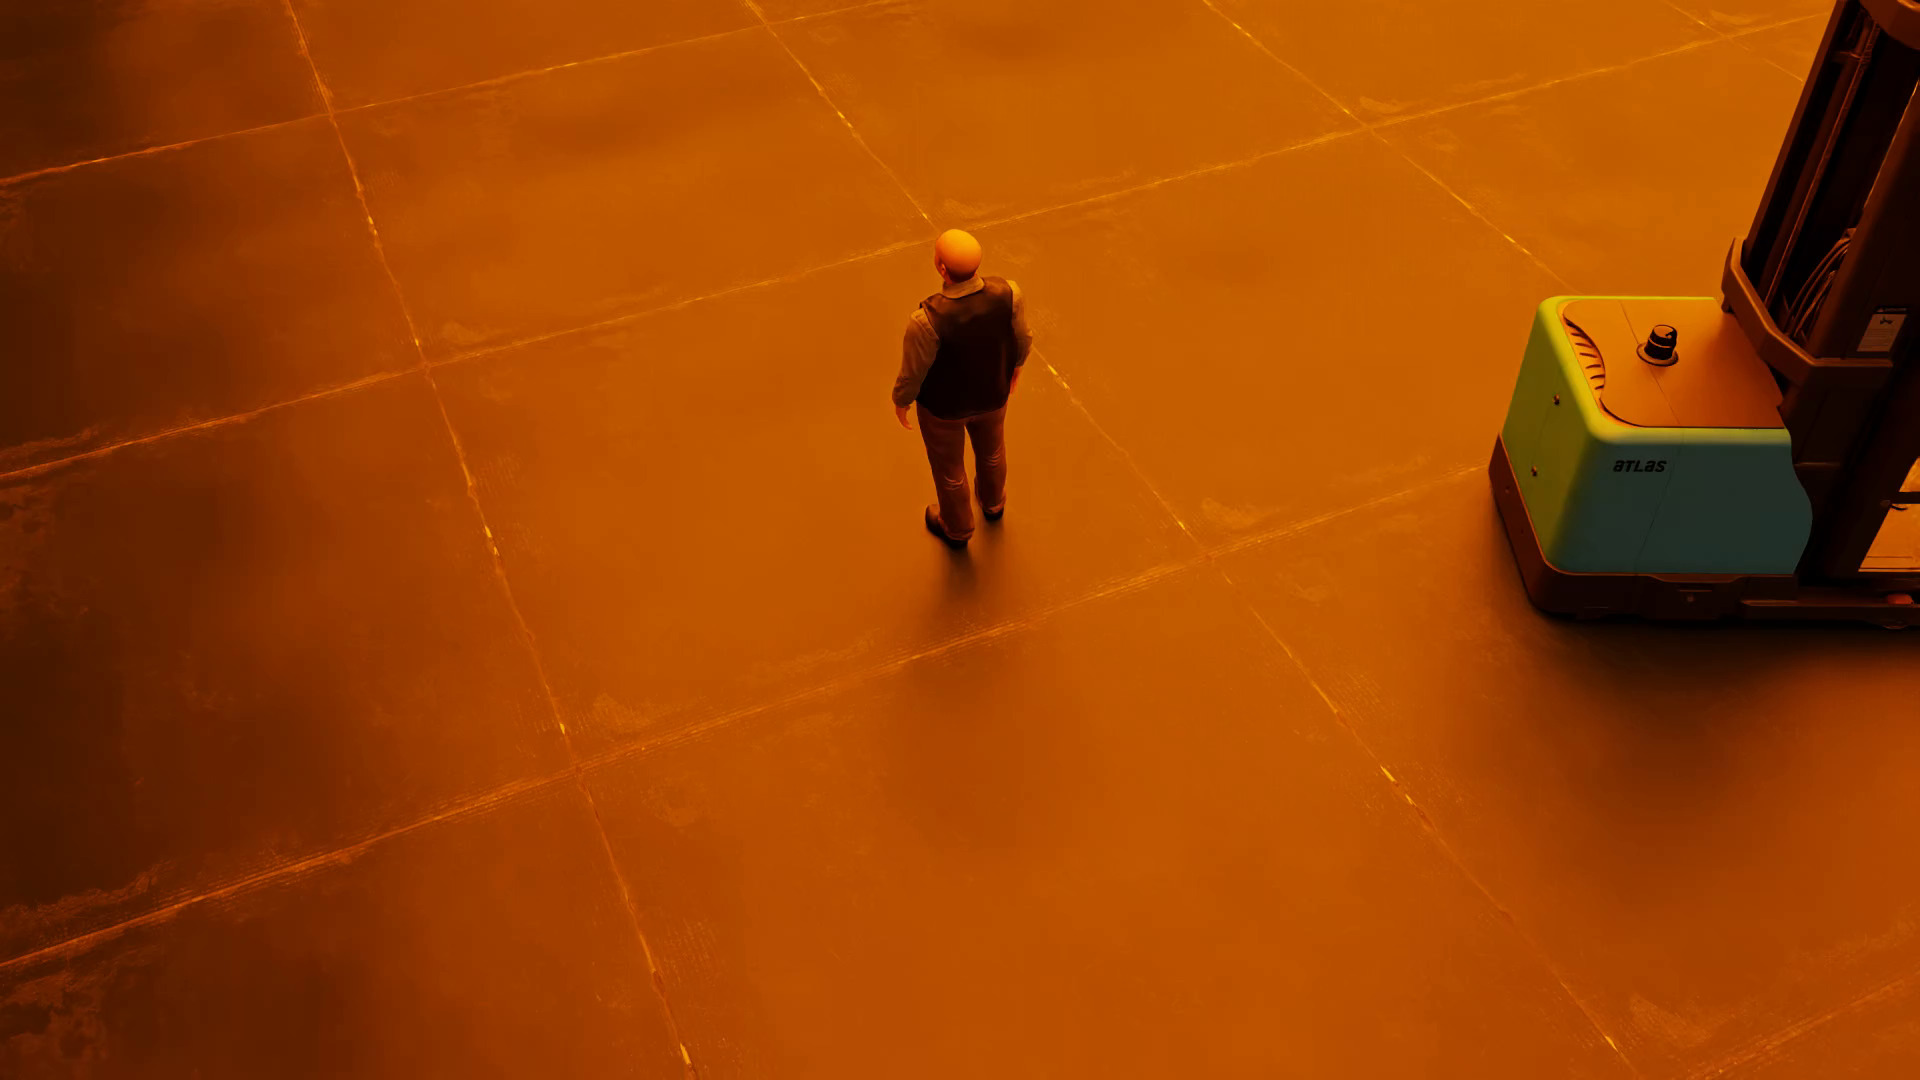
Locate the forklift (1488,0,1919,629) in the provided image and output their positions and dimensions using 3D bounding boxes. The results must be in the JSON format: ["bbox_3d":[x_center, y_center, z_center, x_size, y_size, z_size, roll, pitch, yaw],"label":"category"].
[{"bbox_3d":[4.073,-1.041,6.796,3.031,2.935,1.130,0,43,0],"label":"forklift"}]

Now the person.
[{"bbox_3d":[-0.019,-0.675,7.279,0.632,1.720,0.568,-18,46,-18],"label":"person"}]
